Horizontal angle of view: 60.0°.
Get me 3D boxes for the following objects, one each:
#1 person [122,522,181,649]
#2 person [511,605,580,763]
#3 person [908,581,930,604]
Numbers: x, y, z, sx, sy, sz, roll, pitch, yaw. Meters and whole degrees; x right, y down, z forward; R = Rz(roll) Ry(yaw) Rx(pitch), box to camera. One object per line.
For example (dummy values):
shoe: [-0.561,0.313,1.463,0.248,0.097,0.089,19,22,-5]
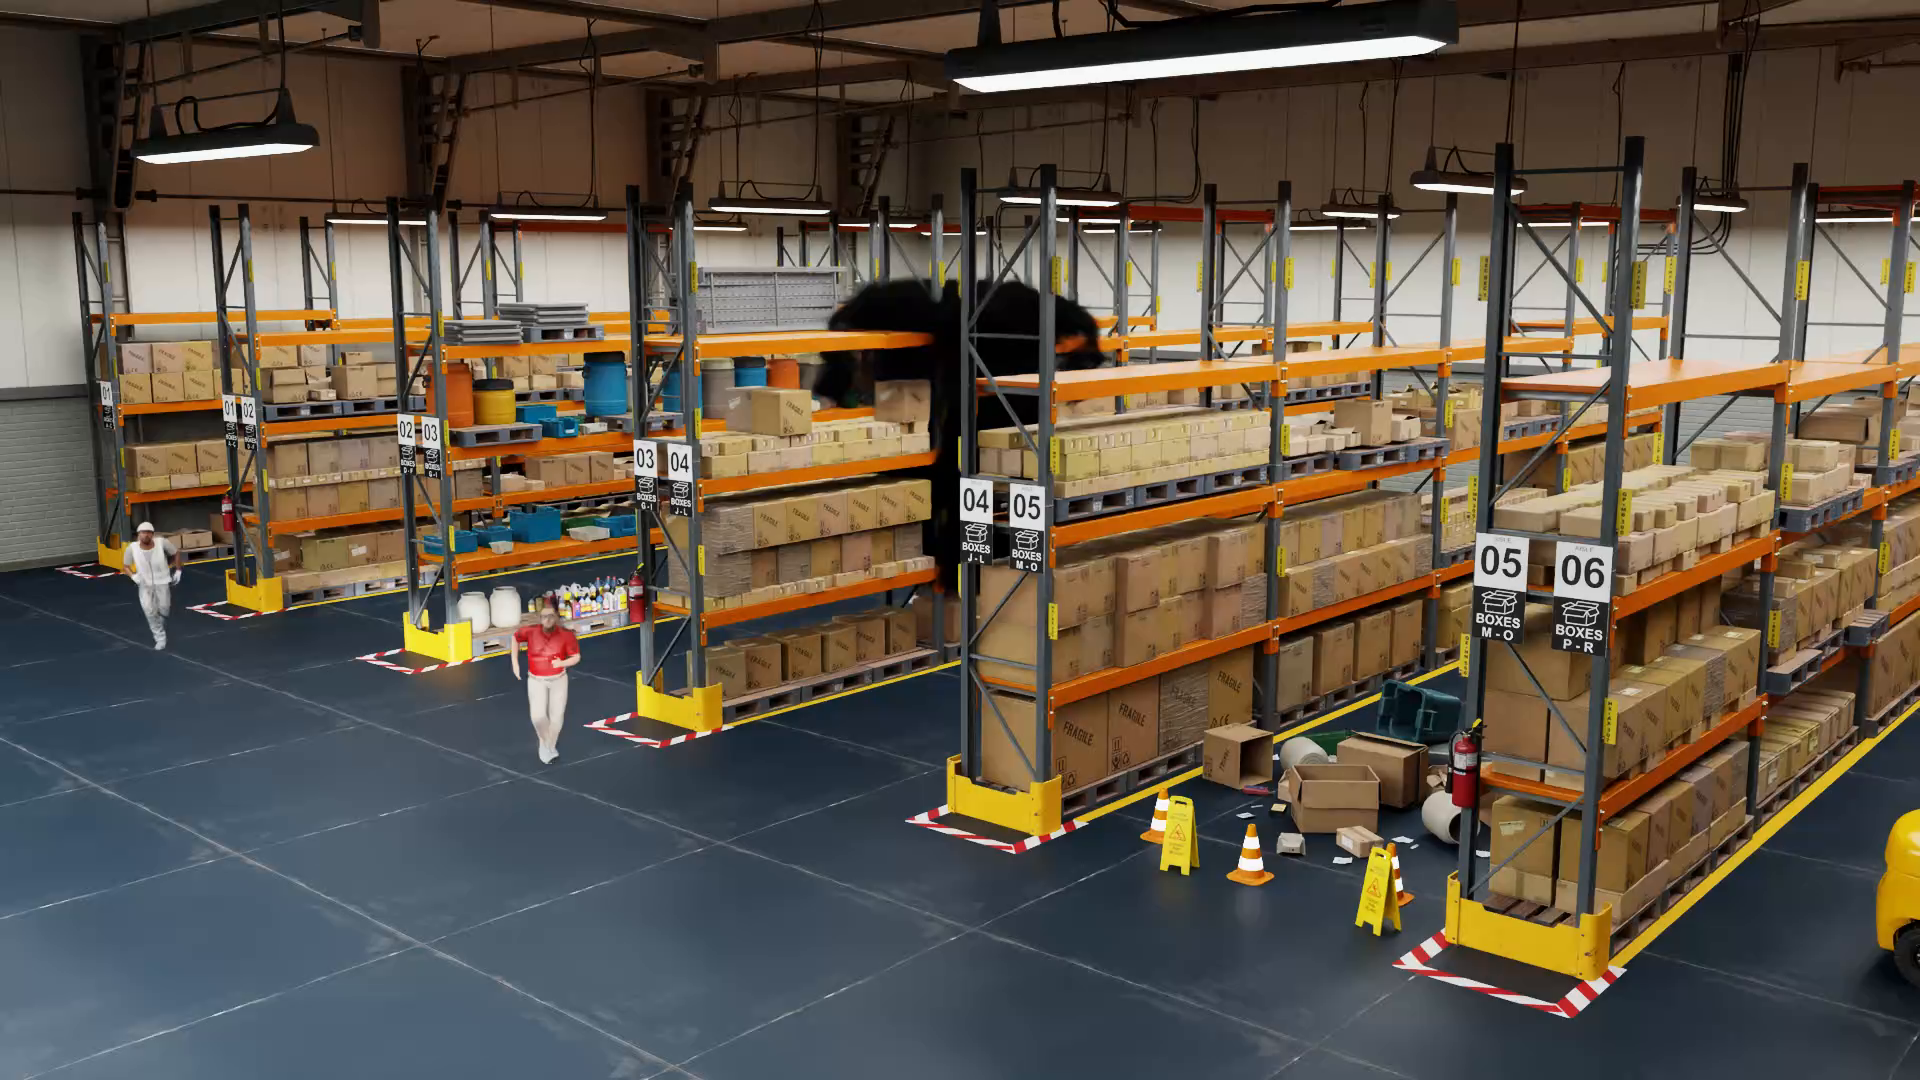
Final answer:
person: [-10.955,0.596,22.586,0.722,1.734,0.717,-5,11,-26]
person: [-4.262,1.488,17.144,0.699,1.679,0.800,-2,10,-12]
person: [-0.549,0.036,24.068,0.713,1.744,0.683,6,11,33]
